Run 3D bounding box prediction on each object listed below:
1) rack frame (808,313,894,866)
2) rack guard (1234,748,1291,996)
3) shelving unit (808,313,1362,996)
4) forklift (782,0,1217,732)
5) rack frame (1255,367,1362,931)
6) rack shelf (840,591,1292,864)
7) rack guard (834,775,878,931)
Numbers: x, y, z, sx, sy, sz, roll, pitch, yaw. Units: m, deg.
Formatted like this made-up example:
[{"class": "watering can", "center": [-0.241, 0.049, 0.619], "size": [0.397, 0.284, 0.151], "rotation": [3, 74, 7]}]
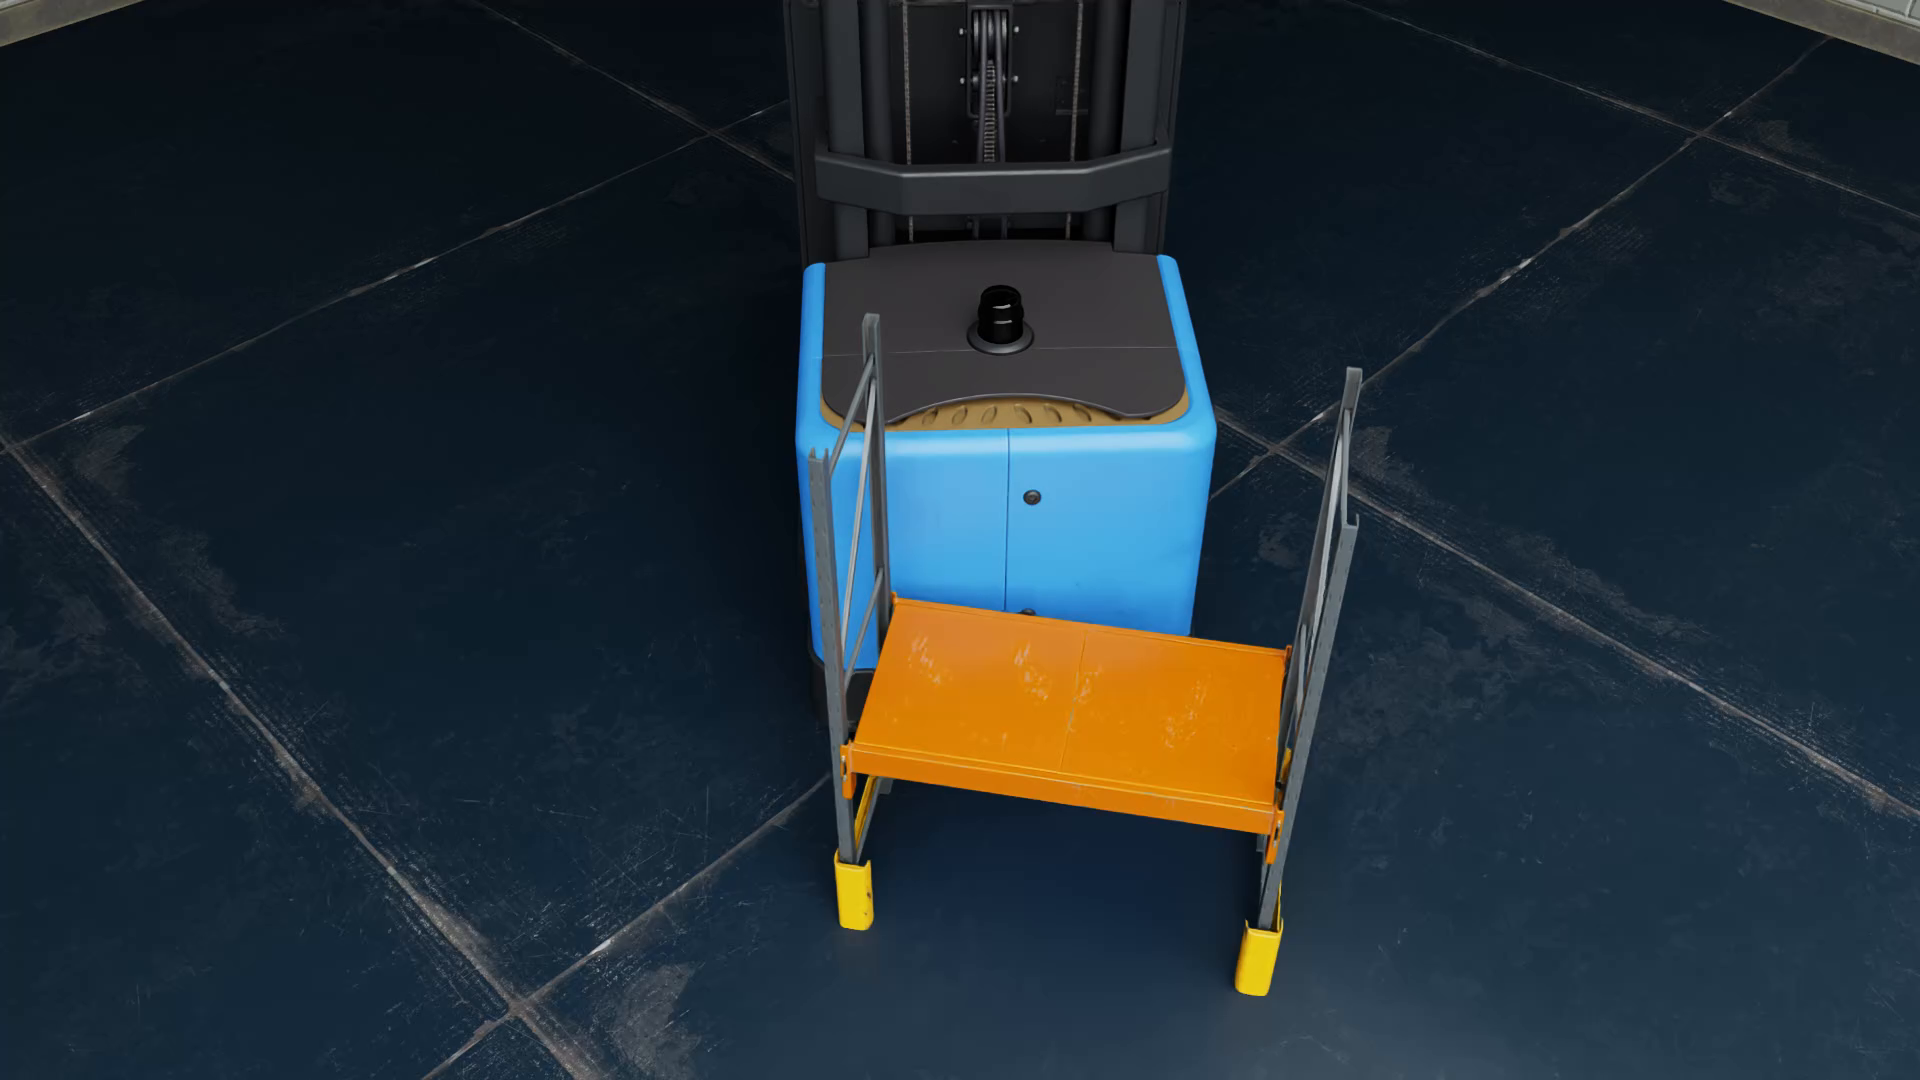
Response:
[{"class": "rack frame", "center": [-0.233, 0.232, 3.894], "size": [0.032, 1.500, 0.500], "rotation": [7, 43, 8]}, {"class": "rack guard", "center": [0.764, 0.821, 4.178], "size": [0.087, 0.250, 0.587], "rotation": [7, 43, 8]}, {"class": "shelving unit", "center": [0.275, 0.298, 3.822], "size": [1.083, 1.500, 0.587], "rotation": [7, 43, 8]}, {"class": "forklift", "center": [0.055, -1.534, 4.750], "size": [1.130, 2.935, 3.031], "rotation": [-2, 43, -2]}, {"class": "rack frame", "center": [0.766, 0.362, 3.753], "size": [0.032, 1.500, 0.500], "rotation": [7, 43, 8]}, {"class": "rack shelf", "center": [0.266, 0.429, 3.946], "size": [1.000, 0.185, 0.538], "rotation": [7, 43, 8]}, {"class": "rack guard", "center": [-0.214, 0.693, 4.316], "size": [0.087, 0.250, 0.587], "rotation": [7, 43, 8]}]
